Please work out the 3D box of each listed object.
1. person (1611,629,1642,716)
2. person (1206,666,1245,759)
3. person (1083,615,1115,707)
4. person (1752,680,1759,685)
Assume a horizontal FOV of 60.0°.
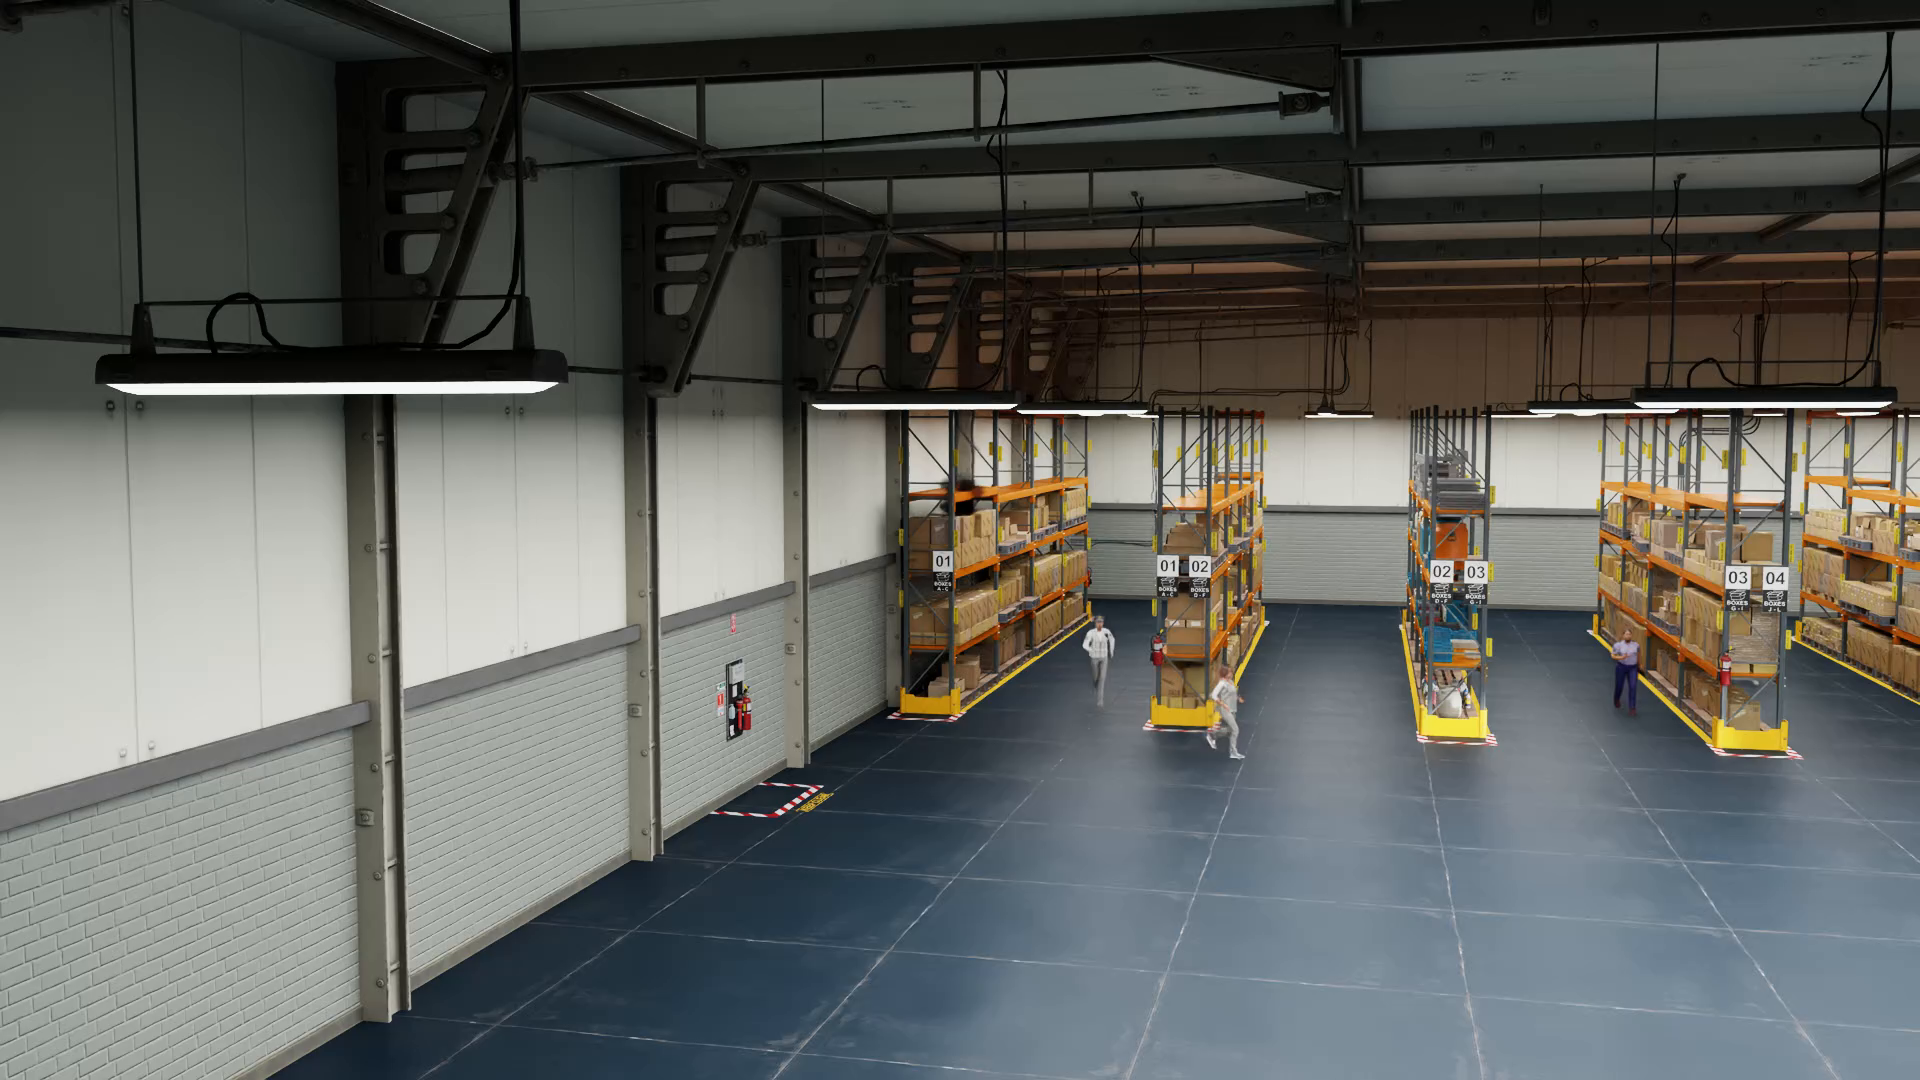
[{"bbox_3d":[13.036,2.553,32.510,0.607,1.632,0.941,1,4,12],"label":"person"},{"bbox_3d":[4.501,2.913,28.247,0.755,1.563,0.547,3,5,35],"label":"person"},{"bbox_3d":[2.707,2.314,32.257,0.641,1.739,0.795,0,4,-3],"label":"person"},{"bbox_3d":[17.353,2.280,36.351,0.641,1.706,0.788,1,4,12],"label":"person"}]
